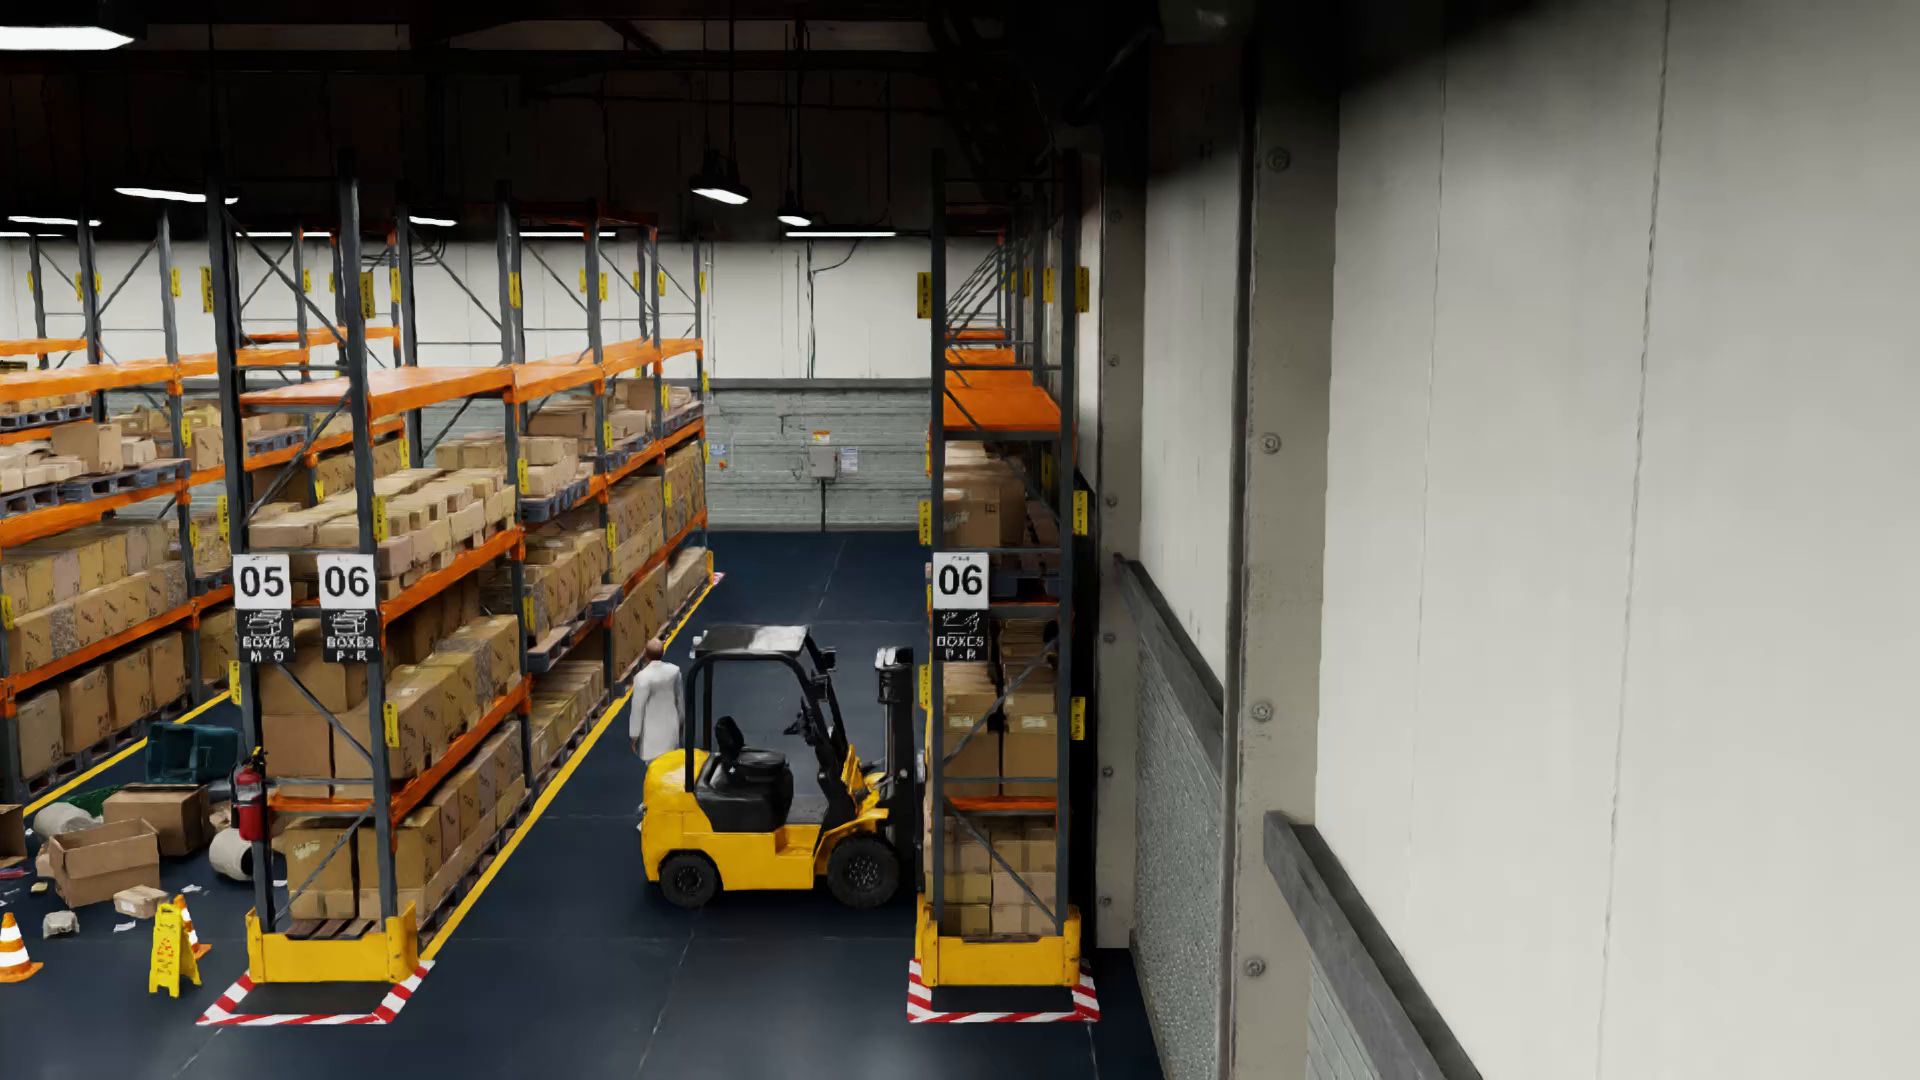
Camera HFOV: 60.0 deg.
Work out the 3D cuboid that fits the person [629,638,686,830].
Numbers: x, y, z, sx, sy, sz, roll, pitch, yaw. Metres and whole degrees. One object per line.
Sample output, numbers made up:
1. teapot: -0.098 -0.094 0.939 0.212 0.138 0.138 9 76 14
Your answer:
1. person: -2.801 1.782 15.591 0.476 1.737 0.677 5 11 30
